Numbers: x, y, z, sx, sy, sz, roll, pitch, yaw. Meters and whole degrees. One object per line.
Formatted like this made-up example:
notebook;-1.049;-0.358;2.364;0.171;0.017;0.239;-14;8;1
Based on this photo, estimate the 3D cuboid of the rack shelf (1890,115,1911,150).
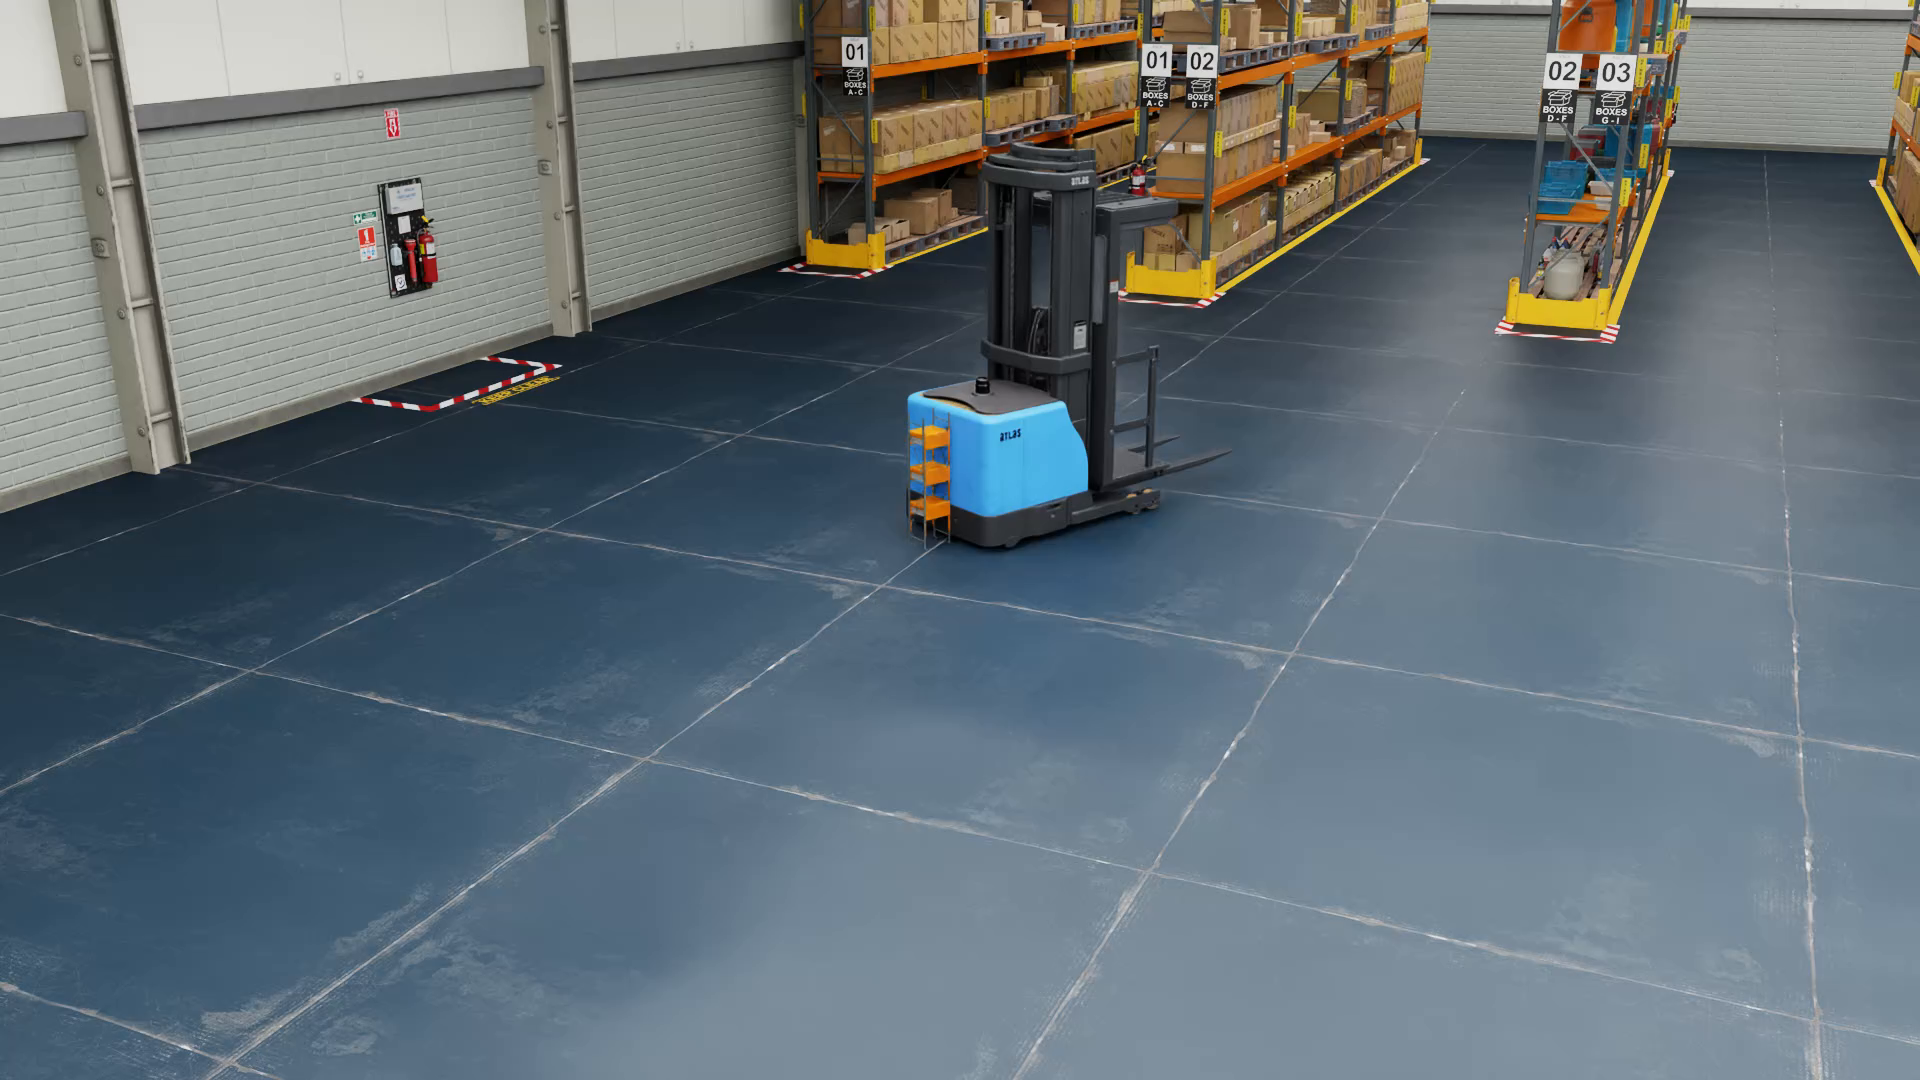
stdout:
rack shelf;17.590;-7.306;30.110;1.077;0.370;4.000;9;21;23

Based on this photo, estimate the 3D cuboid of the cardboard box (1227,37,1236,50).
cardboard box;3.463;-6.620;22.169;0.380;0.149;0.250;9;21;23

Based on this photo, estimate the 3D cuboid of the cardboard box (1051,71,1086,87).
cardboard box;2.009;-8.512;30.685;0.500;0.250;0.500;9;22;24

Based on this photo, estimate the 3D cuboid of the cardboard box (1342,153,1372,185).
cardboard box;7.378;-6.930;31.053;0.500;0.500;0.500;9;21;23

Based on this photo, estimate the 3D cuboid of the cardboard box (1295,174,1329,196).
cardboard box;5.900;-5.984;27.959;0.500;0.311;0.500;8;21;22

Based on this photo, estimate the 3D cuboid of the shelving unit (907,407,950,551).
shelving unit;-0.236;-0.465;12.710;0.252;1.050;0.215;-16;25;-37

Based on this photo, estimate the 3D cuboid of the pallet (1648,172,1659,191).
pallet;13.016;-7.004;32.348;1.003;0.211;1.213;9;21;23

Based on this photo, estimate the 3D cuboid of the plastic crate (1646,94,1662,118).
plastic crate;12.846;-8.010;30.831;0.402;0.464;0.583;9;21;23

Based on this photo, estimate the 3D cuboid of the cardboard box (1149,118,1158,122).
cardboard box;4.112;-9.150;36.356;0.380;0.149;0.250;9;21;23

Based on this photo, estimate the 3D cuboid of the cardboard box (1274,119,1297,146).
cardboard box;5.004;-6.389;26.309;0.500;0.500;0.500;10;22;27

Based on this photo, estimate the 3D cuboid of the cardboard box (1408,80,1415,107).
cardboard box;9.019;-9.179;34.153;0.500;0.500;0.500;9;21;23

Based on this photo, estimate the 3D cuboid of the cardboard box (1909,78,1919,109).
cardboard box;16.924;-7.786;29.047;0.500;0.500;0.500;9;21;23

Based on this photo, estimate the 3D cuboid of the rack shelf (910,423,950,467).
rack shelf;-0.236;-0.723;12.618;0.240;0.259;0.215;-16;25;-37

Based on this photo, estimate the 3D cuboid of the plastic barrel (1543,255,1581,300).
plastic barrel;7.538;-3.282;20.808;0.421;0.512;0.421;0;20;0

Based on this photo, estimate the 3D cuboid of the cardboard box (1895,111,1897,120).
cardboard box;17.858;-7.996;31.351;0.380;0.149;0.250;8;21;22

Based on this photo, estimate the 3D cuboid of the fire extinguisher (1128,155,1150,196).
fire extinguisher;2.348;-4.717;21.871;0.296;0.674;0.183;9;21;23

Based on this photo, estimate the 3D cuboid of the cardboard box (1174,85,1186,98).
cardboard box;4.364;-10.055;36.319;0.980;0.700;0.700;8;21;22

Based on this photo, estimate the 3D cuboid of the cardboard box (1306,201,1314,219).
cardboard box;5.479;-5.410;27.182;0.500;0.250;0.500;9;21;24

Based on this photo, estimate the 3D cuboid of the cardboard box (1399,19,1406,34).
cardboard box;8.368;-10.004;32.368;0.500;0.250;0.500;9;21;23

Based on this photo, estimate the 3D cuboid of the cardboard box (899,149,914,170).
cardboard box;-1.011;-5.609;24.459;0.500;0.250;0.500;8;21;21

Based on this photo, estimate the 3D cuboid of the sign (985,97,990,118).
sign;0.436;-6.963;26.779;0.100;0.325;0.005;9;21;23

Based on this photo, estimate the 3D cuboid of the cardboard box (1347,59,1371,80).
cardboard box;7.705;-9.102;32.445;0.500;0.500;0.500;9;21;23

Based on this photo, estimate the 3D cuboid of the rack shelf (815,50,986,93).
rack shelf;-0.881;-7.090;25.025;1.077;0.370;4.000;9;21;23

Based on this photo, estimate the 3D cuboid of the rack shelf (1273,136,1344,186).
rack shelf;5.277;-6.221;27.058;1.077;0.370;4.000;9;21;23

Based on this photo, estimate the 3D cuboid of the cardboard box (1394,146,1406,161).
cardboard box;8.958;-8.042;34.553;0.500;0.250;0.500;9;21;23

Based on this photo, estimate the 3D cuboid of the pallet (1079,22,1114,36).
pallet;2.246;-9.721;31.630;1.003;0.211;1.213;10;22;25

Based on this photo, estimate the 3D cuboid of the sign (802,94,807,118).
sign;-2.198;-6.181;23.673;0.100;0.325;0.005;9;21;23

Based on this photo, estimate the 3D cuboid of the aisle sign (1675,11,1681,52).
aisle sign;14.187;-10.143;33.132;0.394;0.787;0.004;9;21;23

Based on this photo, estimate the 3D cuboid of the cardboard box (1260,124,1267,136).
cardboard box;4.228;-5.953;24.113;0.380;0.149;0.250;9;21;23

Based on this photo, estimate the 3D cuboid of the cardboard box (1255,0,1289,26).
cardboard box;4.747;-8.025;25.060;0.500;0.500;0.500;9;21;23

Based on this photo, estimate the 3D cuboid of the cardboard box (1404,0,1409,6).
cardboard box;8.432;-10.767;32.648;0.700;0.500;0.500;9;21;23

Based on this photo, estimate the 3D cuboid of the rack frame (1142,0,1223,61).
rack frame;2.821;-7.552;20.775;1.000;3.000;0.127;9;21;23

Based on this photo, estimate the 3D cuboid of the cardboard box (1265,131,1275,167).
cardboard box;4.283;-5.859;24.818;0.700;0.500;0.500;8;21;21

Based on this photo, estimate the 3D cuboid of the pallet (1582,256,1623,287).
pallet;8.663;-3.754;23.210;1.003;0.211;1.213;9;21;23

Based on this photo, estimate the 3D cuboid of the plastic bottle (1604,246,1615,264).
plastic bottle;8.975;-3.990;23.010;0.144;0.351;0.185;8;21;21

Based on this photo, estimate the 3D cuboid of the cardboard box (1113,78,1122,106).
cardboard box;2.841;-8.784;32.568;0.500;0.500;0.500;9;21;23

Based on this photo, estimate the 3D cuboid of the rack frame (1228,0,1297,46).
rack frame;4.458;-8.775;24.213;1.000;3.000;0.127;9;21;23

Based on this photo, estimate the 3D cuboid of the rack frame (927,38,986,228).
rack frame;-0.062;-6.627;27.127;1.000;3.000;0.127;9;21;23

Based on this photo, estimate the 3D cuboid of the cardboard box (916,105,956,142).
cardboard box;-0.389;-6.426;25.637;0.500;0.500;0.500;8;21;21

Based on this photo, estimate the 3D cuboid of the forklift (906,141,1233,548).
forklift;1.020;-1.709;13.401;3.031;2.935;1.130;-16;25;-38

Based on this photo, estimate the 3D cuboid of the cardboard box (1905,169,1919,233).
cardboard box;15.434;-5.216;25.702;1.225;0.875;0.875;8;21;20

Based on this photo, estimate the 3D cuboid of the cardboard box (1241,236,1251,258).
cardboard box;3.859;-4.220;23.835;0.500;0.250;0.500;9;21;23

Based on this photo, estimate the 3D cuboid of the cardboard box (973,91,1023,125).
cardboard box;0.654;-7.408;28.516;0.700;0.500;0.500;12;23;30

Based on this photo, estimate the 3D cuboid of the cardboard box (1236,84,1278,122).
cardboard box;4.283;-6.470;24.601;0.700;0.500;0.500;9;21;23

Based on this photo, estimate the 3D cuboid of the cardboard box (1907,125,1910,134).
cardboard box;16.702;-7.132;28.922;0.380;0.149;0.250;9;21;24

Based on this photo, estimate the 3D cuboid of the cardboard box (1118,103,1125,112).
cardboard box;3.050;-8.579;32.961;0.380;0.149;0.250;9;21;23

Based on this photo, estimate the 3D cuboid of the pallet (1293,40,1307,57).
pallet;4.808;-7.543;25.511;0.805;0.209;1.217;8;21;21

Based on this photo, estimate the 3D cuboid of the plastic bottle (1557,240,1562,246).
plastic bottle;8.338;-4.052;23.294;0.152;0.276;0.135;9;22;25

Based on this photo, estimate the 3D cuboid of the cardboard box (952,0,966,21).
cardboard box;-0.236;-8.208;25.423;0.500;0.500;0.500;10;22;26

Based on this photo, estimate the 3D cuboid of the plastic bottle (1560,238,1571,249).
plastic bottle;8.398;-4.017;23.085;0.144;0.351;0.185;9;21;23

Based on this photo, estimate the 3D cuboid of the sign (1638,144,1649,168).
sign;9.473;-5.319;23.036;0.100;0.325;0.005;9;21;23

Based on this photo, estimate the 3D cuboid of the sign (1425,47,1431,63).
sign;9.871;-10.229;35.055;0.100;0.325;0.005;9;21;23

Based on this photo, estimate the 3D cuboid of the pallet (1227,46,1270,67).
pallet;3.632;-6.684;22.943;1.003;0.211;1.213;9;21;23

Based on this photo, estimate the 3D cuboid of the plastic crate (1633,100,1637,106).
plastic crate;12.949;-8.453;32.420;0.416;0.233;0.300;9;21;23

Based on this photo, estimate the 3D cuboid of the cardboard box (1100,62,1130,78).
cardboard box;3.038;-9.290;32.872;0.500;0.250;0.500;9;21;24

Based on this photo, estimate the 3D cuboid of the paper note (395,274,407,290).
paper note;-5.842;-2.693;17.379;0.016;0.148;0.142;9;21;23
